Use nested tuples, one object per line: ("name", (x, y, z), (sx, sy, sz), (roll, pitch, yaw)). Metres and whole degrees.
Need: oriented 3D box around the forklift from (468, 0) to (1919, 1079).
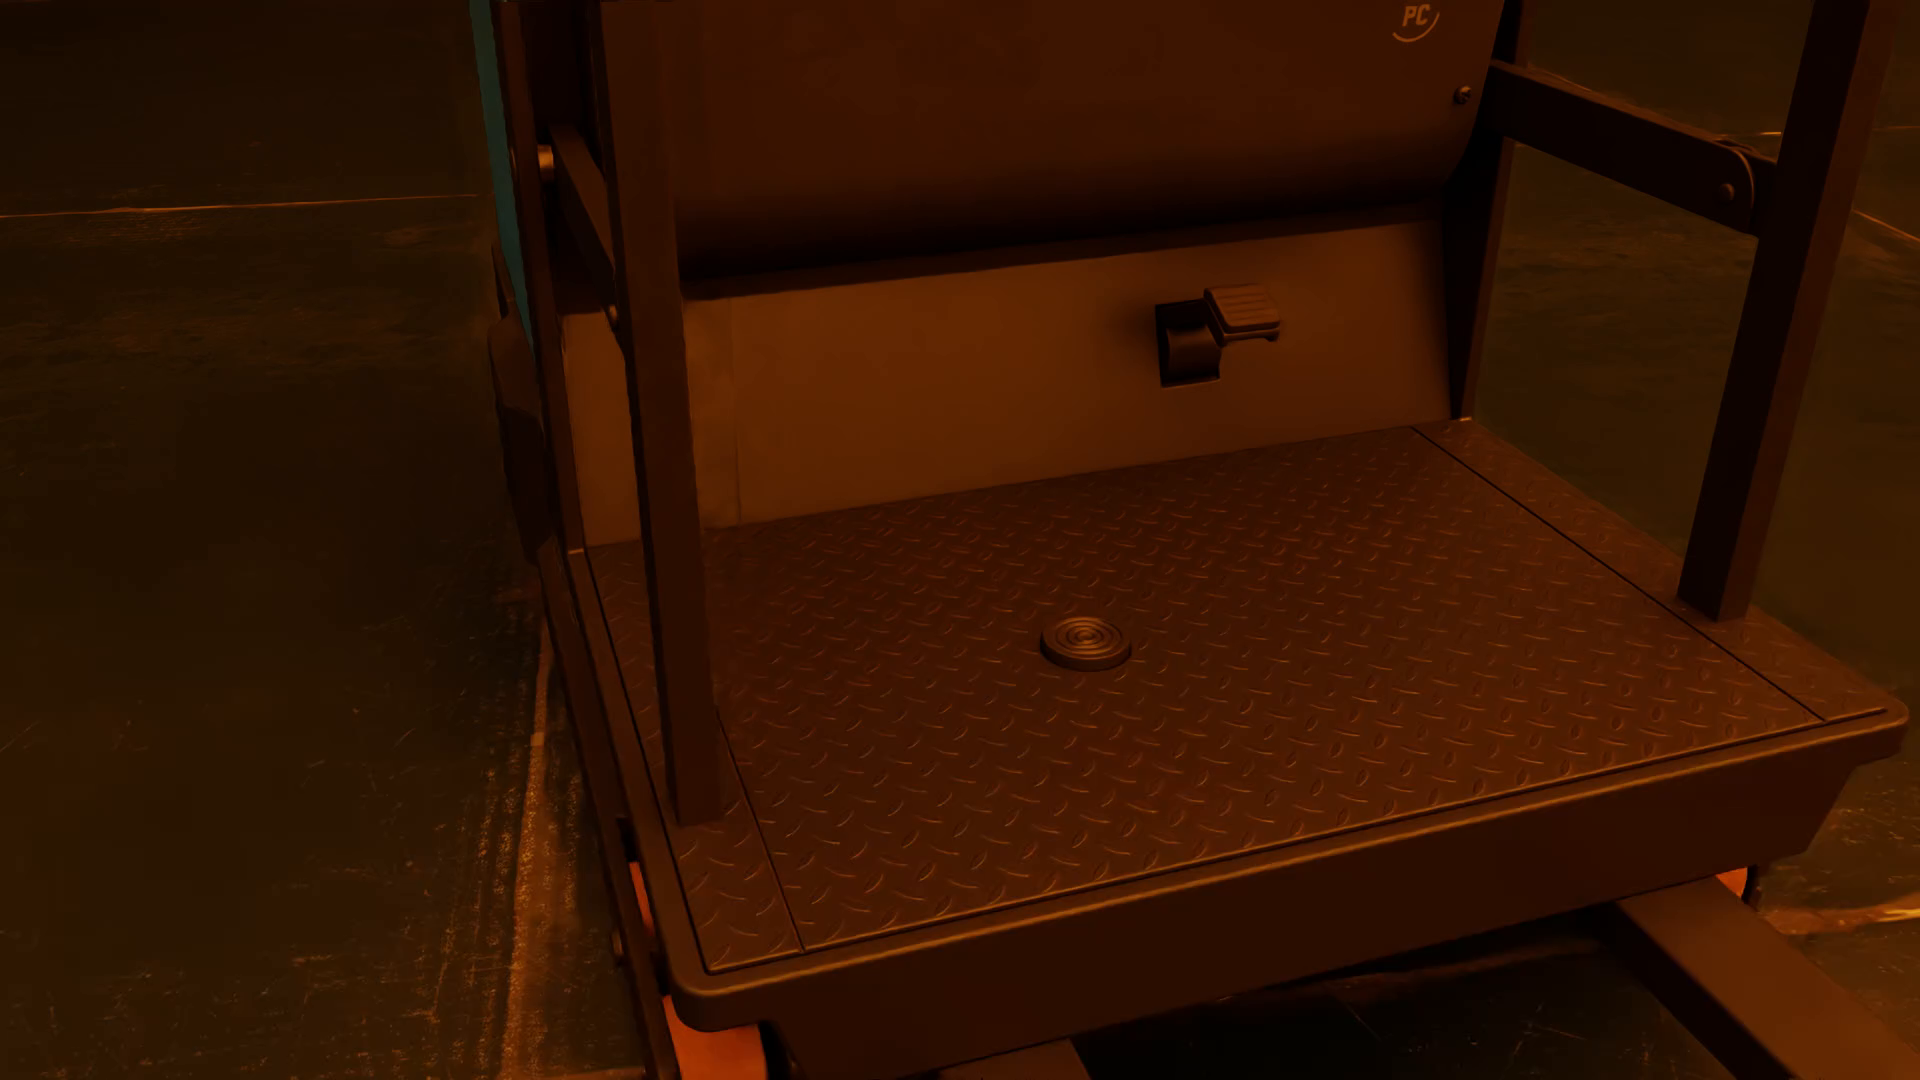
("forklift", (0.172, -0.955, 1.173), (1.130, 2.935, 3.031), (-9, 29, -16))
